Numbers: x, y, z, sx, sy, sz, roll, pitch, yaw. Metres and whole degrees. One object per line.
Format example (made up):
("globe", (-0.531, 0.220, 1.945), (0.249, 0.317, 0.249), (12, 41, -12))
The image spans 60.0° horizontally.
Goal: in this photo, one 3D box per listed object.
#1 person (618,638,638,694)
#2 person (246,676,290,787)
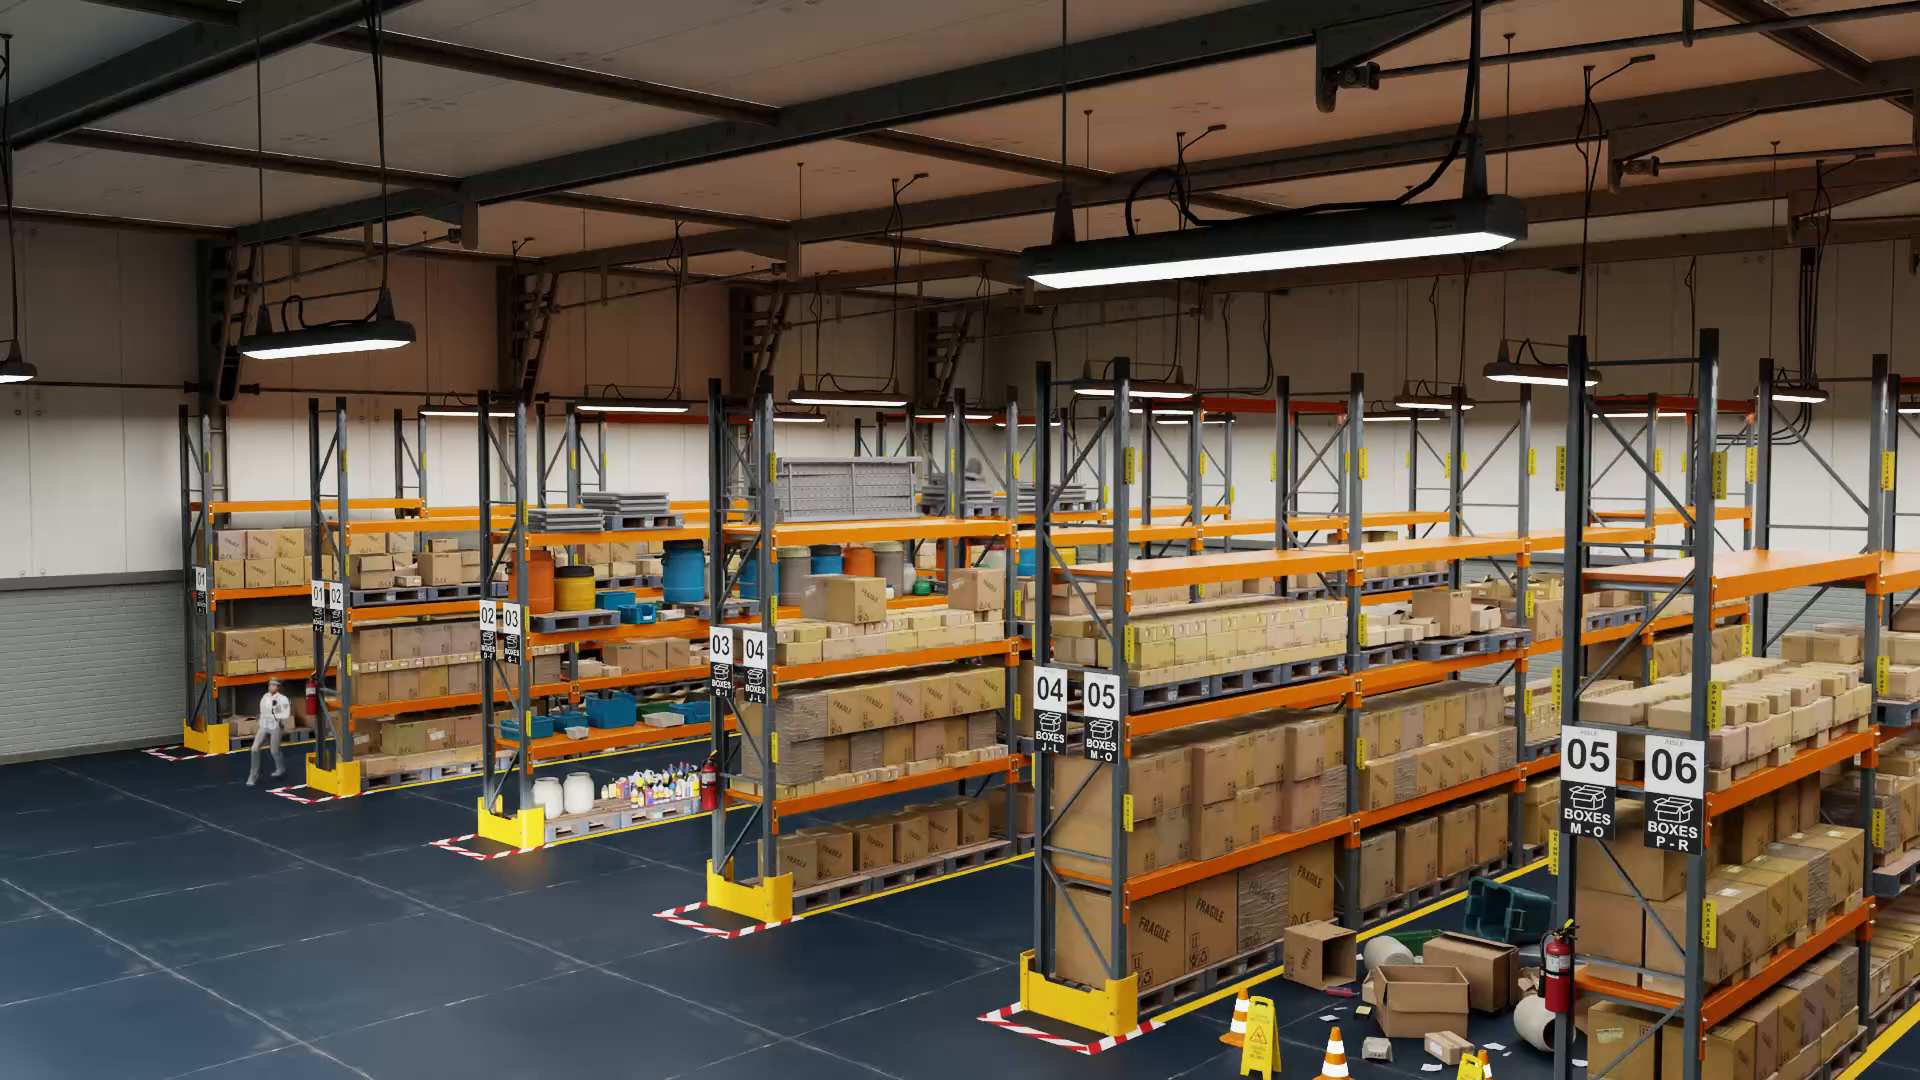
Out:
("person", (-6.248, 2.671, 31.140), (0.631, 1.681, 0.624), (2, 4, 39))
("person", (-10.731, 2.980, 26.026), (0.615, 1.733, 0.743), (1, 3, 10))
